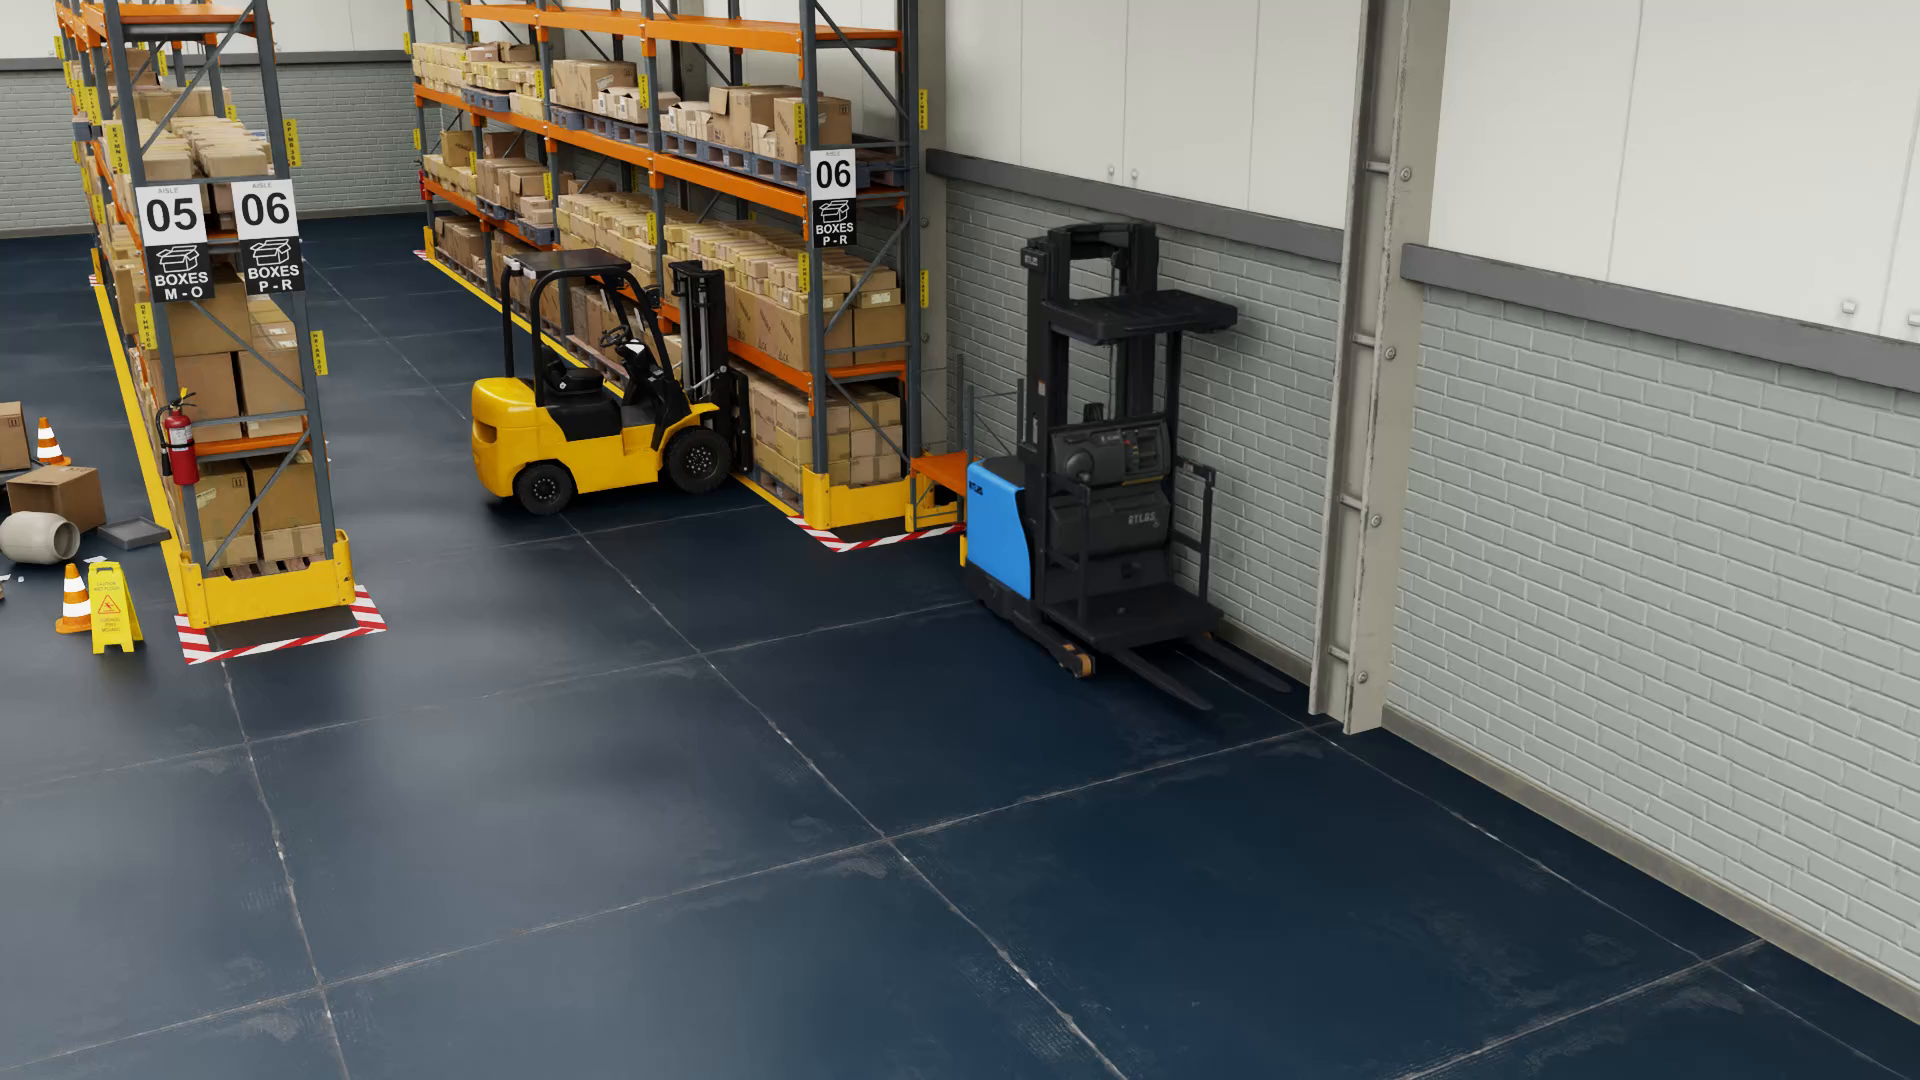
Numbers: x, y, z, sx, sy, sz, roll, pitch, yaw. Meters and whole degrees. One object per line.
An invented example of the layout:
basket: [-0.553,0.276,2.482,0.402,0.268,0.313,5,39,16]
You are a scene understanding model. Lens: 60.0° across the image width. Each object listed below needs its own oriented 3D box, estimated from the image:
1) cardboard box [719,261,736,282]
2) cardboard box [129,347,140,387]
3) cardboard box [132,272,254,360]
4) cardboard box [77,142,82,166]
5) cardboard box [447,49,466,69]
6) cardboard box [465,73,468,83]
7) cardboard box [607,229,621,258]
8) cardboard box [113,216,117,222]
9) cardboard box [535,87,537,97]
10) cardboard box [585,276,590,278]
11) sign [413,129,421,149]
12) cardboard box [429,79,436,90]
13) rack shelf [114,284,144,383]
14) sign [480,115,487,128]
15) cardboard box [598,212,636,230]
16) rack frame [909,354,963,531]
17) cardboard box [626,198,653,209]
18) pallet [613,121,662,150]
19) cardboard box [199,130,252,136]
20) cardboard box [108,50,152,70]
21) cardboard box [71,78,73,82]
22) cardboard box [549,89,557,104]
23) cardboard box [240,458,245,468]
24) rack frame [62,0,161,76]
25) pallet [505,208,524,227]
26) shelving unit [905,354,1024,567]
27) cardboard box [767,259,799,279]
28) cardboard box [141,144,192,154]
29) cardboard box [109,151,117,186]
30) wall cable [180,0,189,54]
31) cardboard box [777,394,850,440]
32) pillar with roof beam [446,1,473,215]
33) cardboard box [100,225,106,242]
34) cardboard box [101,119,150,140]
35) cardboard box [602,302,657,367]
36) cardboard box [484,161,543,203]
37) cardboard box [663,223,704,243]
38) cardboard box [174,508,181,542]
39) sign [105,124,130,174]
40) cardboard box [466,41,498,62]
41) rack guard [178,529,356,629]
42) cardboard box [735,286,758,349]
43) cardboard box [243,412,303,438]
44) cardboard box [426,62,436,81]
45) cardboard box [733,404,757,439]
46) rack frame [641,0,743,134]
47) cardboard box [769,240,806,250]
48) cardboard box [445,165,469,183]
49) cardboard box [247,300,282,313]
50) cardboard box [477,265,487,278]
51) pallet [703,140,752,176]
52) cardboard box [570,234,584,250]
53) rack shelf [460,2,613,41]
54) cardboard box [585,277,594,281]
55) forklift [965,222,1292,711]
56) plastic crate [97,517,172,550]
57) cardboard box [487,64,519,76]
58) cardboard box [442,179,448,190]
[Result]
cardboard box: [-2.073,-2.567,15.825,0.380,0.149,0.250,-10,22,-28]
cardboard box: [-8.716,-1.963,18.608,0.950,0.372,0.625,-12,22,-30]
cardboard box: [-5.611,-1.648,12.166,0.700,0.500,0.500,-11,22,-28]
cardboard box: [-12.797,-5.805,24.671,0.500,0.500,0.500,-11,22,-28]
cardboard box: [-7.209,-7.065,24.416,0.500,0.250,0.500,-10,22,-28]
cardboard box: [-6.716,-6.487,23.321,0.380,0.149,0.250,-10,21,-26]
cardboard box: [-3.656,-3.354,18.715,0.500,0.250,0.500,-10,21,-26]
cardboard box: [-8.454,-3.092,17.241,0.500,0.500,0.500,-10,21,-26]
cardboard box: [-5.095,-5.618,20.835,0.380,0.149,0.250,-11,22,-28]
cardboard box: [-4.873,-3.602,22.164,0.380,0.149,0.250,-10,21,-26]
sign: [-8.885,-6.562,27.224,0.100,0.325,0.005,-10,21,-27]
cardboard box: [-8.048,-7.100,25.895,0.380,0.149,0.250,-10,21,-27]
rack shelf: [-8.026,-2.257,17.176,1.077,0.370,4.000,-10,21,-27]
sign: [-7.910,-7.014,27.601,0.100,0.325,0.005,-10,21,-27]
cardboard box: [-3.894,-3.636,18.923,0.380,0.149,0.250,-11,22,-28]
rack frame: [-0.201,-0.831,14.239,0.500,1.500,0.032,-10,21,-27]
cardboard box: [-3.806,-4.031,20.068,0.380,0.149,0.250,-10,22,-28]
pallet: [-3.140,-4.371,17.895,0.805,0.209,1.217,-11,22,-29]
cardboard box: [-5.913,-3.211,13.403,0.380,0.149,0.250,-10,21,-26]
cardboard box: [-10.969,-6.232,22.043,0.500,0.500,0.500,-10,21,-26]
cardboard box: [-10.945,-5.674,20.941,0.396,0.266,0.258,-10,22,-27]
cardboard box: [-4.711,-5.347,19.991,0.380,0.166,0.250,-10,21,-27]
cardboard box: [-5.580,-0.558,13.572,0.500,0.500,0.500,-11,22,-29]
rack frame: [-10.875,-7.155,21.071,1.000,3.000,0.127,-10,21,-27]
pallet: [-5.536,-4.408,22.600,1.003,0.211,1.213,-10,21,-27]
shelving unit: [0.036,-0.687,13.823,0.587,1.500,1.083,-10,21,-27]
cardboard box: [-1.511,-2.429,14.968,0.380,0.149,0.250,-10,21,-26]
cardboard box: [-5.898,-2.833,12.307,0.380,0.149,0.250,-10,21,-26]
cardboard box: [-6.628,-3.049,13.545,0.500,0.250,0.500,-10,21,-26]
wall cable: [-15.060,-10.008,29.340,2.355,3.000,0.029,-10,21,-27]
cardboard box: [-1.303,-1.099,14.758,0.500,0.250,0.500,-9,21,-25]
pillar with roof beam: [-12.684,-9.320,27.345,9.100,9.000,0.400,-10,21,-27]
cardboard box: [-9.937,-3.726,19.795,0.500,0.250,0.500,-11,22,-28]
cardboard box: [-7.214,-3.558,14.407,0.380,0.149,0.250,-10,22,-28]
cardboard box: [-3.688,-2.456,19.647,0.875,0.625,0.625,-11,22,-29]
cardboard box: [-6.230,-5.013,23.262,0.700,0.500,0.500,-10,21,-26]
cardboard box: [-2.819,-3.150,17.057,0.380,0.149,0.250,-10,21,-26]
cardboard box: [-6.036,-0.113,13.433,0.500,0.250,0.500,-10,21,-26]
sign: [-5.675,-2.631,11.200,0.100,0.325,0.005,-10,21,-27]
cardboard box: [-6.673,-6.830,23.224,0.396,0.266,0.258,-10,22,-27]
rack guard: [-5.213,0.285,12.538,1.175,0.500,0.348,-10,21,-27]
cardboard box: [-1.757,-2.090,15.435,0.500,0.500,0.500,-10,22,-28]
cardboard box: [-5.156,-0.885,12.483,0.380,0.149,0.250,-10,21,-26]
cardboard box: [-7.946,-7.264,25.759,0.500,0.250,0.500,-11,22,-28]
cardboard box: [-1.809,-1.161,15.703,0.500,0.250,0.500,-11,22,-28]
rack frame: [-2.709,-5.628,16.647,1.000,3.000,0.127,-10,21,-27]
cardboard box: [-1.619,-2.792,16.020,0.380,0.149,0.250,-9,21,-25]
cardboard box: [-7.685,-5.702,25.831,0.500,0.250,0.500,-11,22,-28]
cardboard box: [-5.898,-1.680,13.793,0.500,0.500,0.500,-10,22,-28]
cardboard box: [-7.031,-4.054,25.009,0.380,0.149,0.250,-11,22,-28]
pallet: [-1.706,-3.578,15.439,1.003,0.211,1.213,-10,21,-27]
cardboard box: [-4.379,-3.560,20.078,0.500,0.250,0.500,-10,22,-28]
rack shelf: [-5.559,-6.822,21.821,1.077,0.370,4.000,-10,21,-27]
cardboard box: [-4.778,-3.266,22.186,0.500,0.500,0.500,-10,21,-26]
forklift: [1.152,-0.605,11.391,1.130,2.935,3.031,-9,21,-25]
plastic crate: [-7.052,-0.065,14.196,0.583,0.080,0.402,16,25,39]
cardboard box: [-6.162,-6.342,22.445,0.380,0.149,0.250,-10,21,-26]
cardboard box: [-7.925,-5.604,26.159,0.380,0.149,0.250,-11,22,-28]
